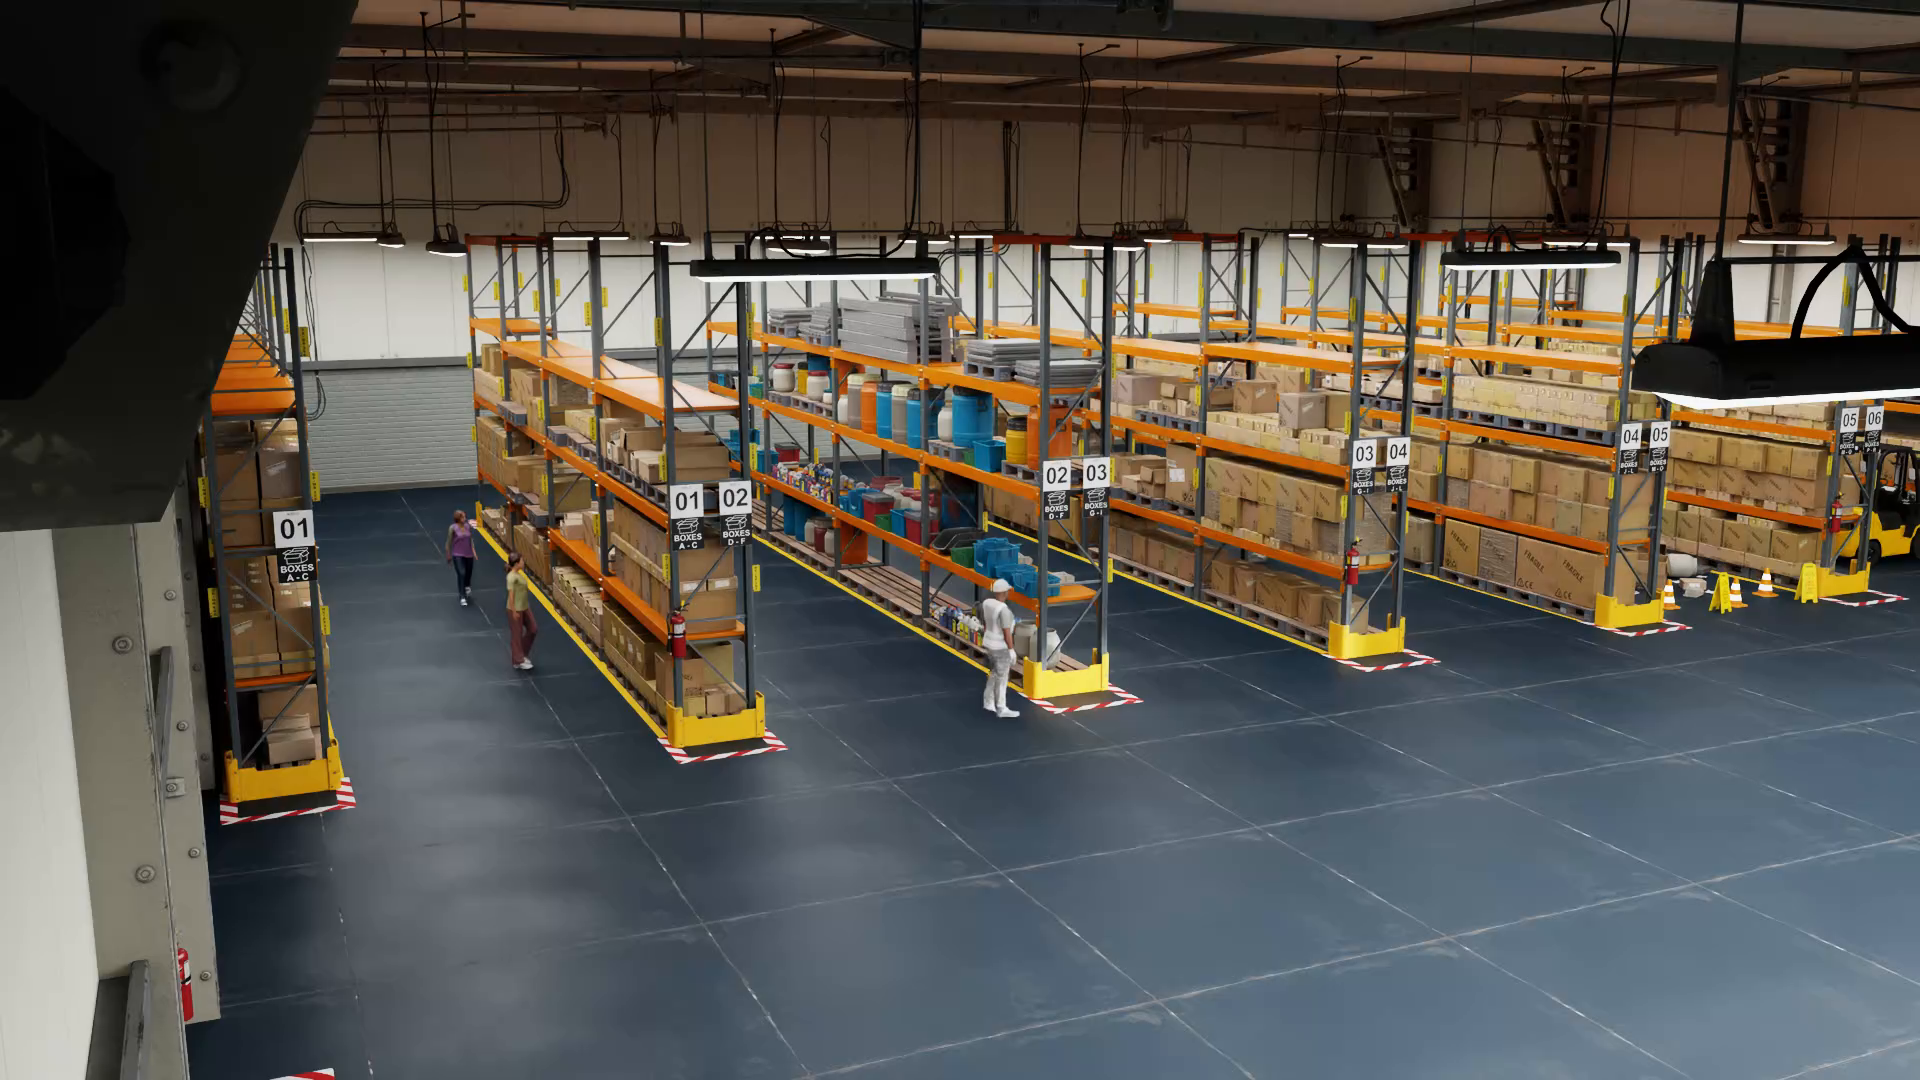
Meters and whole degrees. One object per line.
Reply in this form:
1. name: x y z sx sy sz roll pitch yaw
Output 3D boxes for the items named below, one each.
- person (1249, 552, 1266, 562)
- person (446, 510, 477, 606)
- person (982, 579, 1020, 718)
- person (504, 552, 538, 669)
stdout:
1. person: 5.541 -0.508 31.055 0.424 1.790 0.564 -5 12 -26
2. person: -8.320 0.252 27.729 0.482 1.553 0.912 -5 12 -25
3. person: 0.514 1.412 21.357 0.387 1.857 0.666 -5 12 -25
4. person: -6.271 1.002 23.634 0.420 1.676 0.513 3 11 14
